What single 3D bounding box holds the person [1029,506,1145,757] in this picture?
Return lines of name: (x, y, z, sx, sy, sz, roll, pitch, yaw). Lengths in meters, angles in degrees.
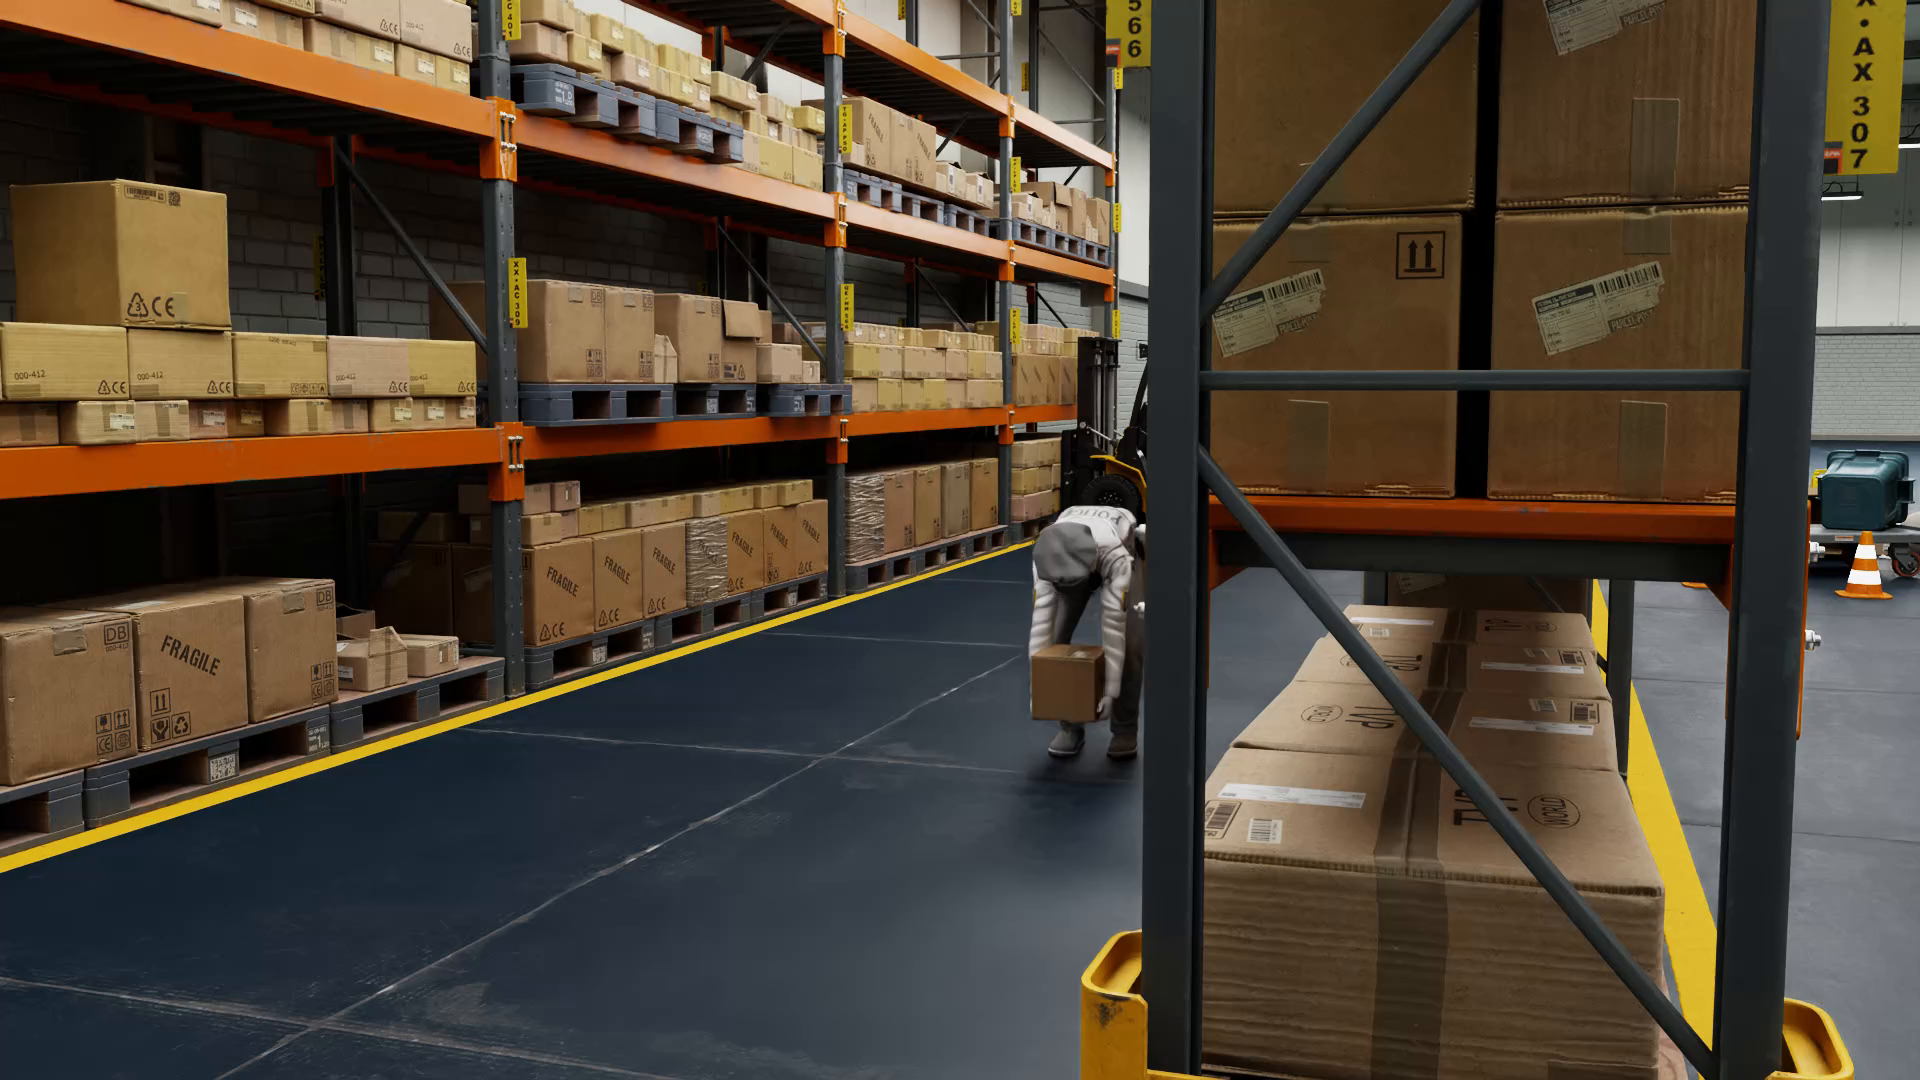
person: (0.505, 0.385, 6.629, 0.421, 1.014, 0.921, 1, 6, 16)
